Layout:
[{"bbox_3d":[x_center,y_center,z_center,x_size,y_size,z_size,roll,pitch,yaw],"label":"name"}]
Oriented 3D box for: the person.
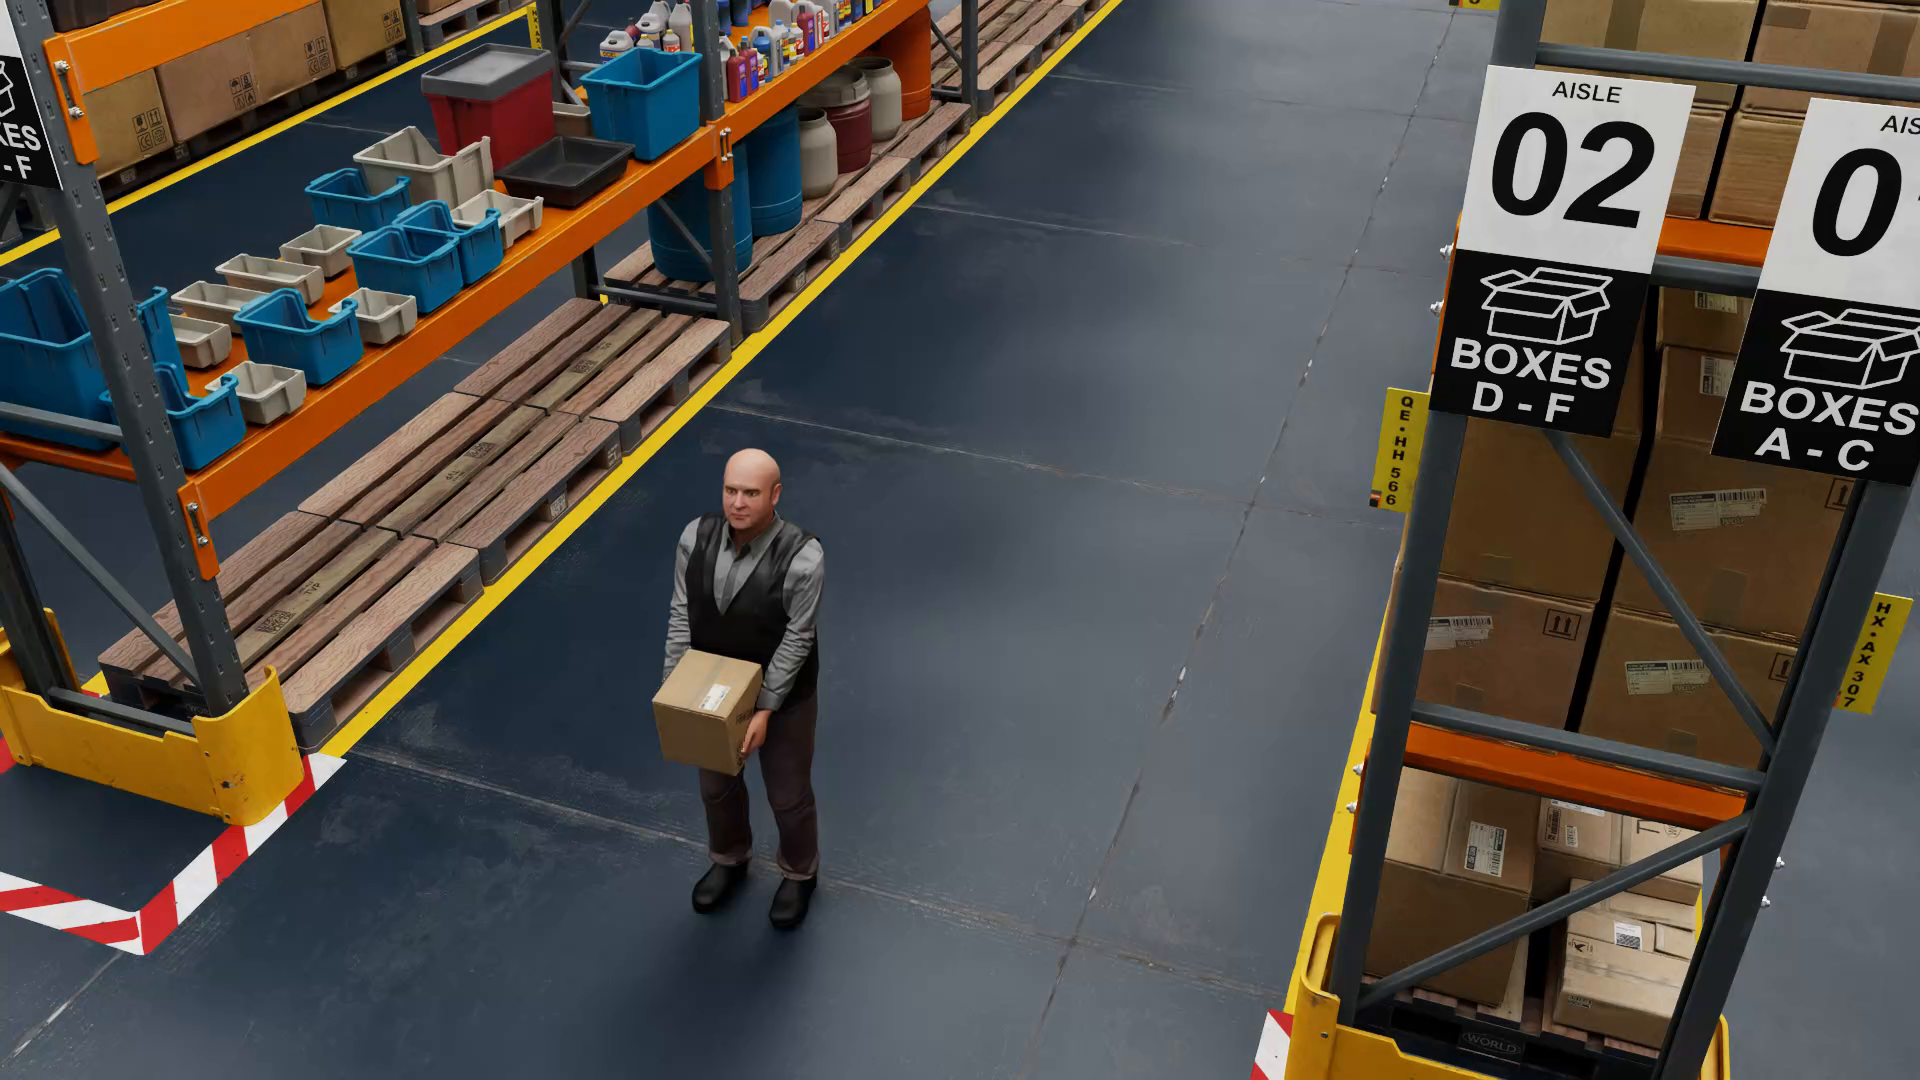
[{"bbox_3d":[-0.691,0.535,5.338,0.501,1.722,0.548,11,35,16],"label":"person"}]
